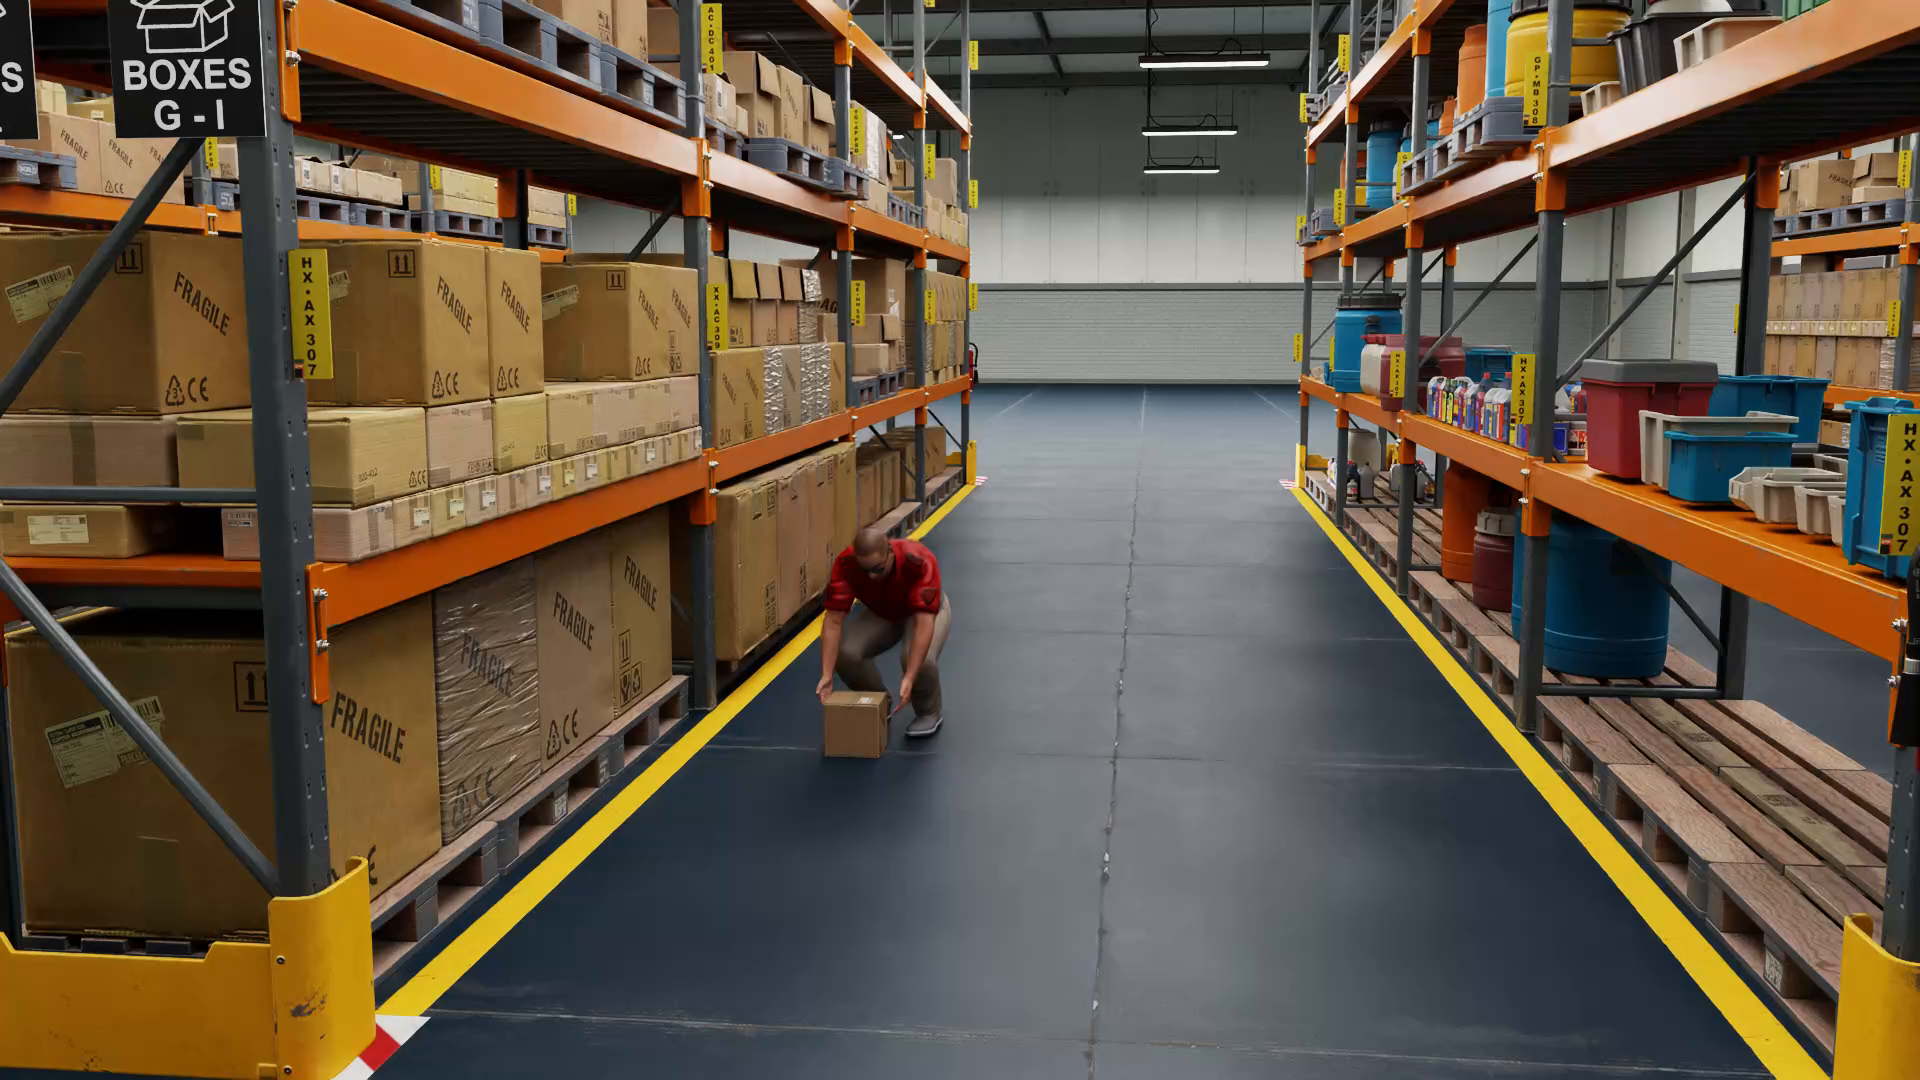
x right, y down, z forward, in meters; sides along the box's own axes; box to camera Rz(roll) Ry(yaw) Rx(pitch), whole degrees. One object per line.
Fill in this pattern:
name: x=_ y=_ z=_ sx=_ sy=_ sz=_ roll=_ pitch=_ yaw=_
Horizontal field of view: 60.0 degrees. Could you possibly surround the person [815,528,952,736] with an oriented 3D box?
person: x=-0.311 y=0.416 z=7.866 sx=0.572 sy=1.036 sz=0.860 roll=3 pitch=8 yaw=22
